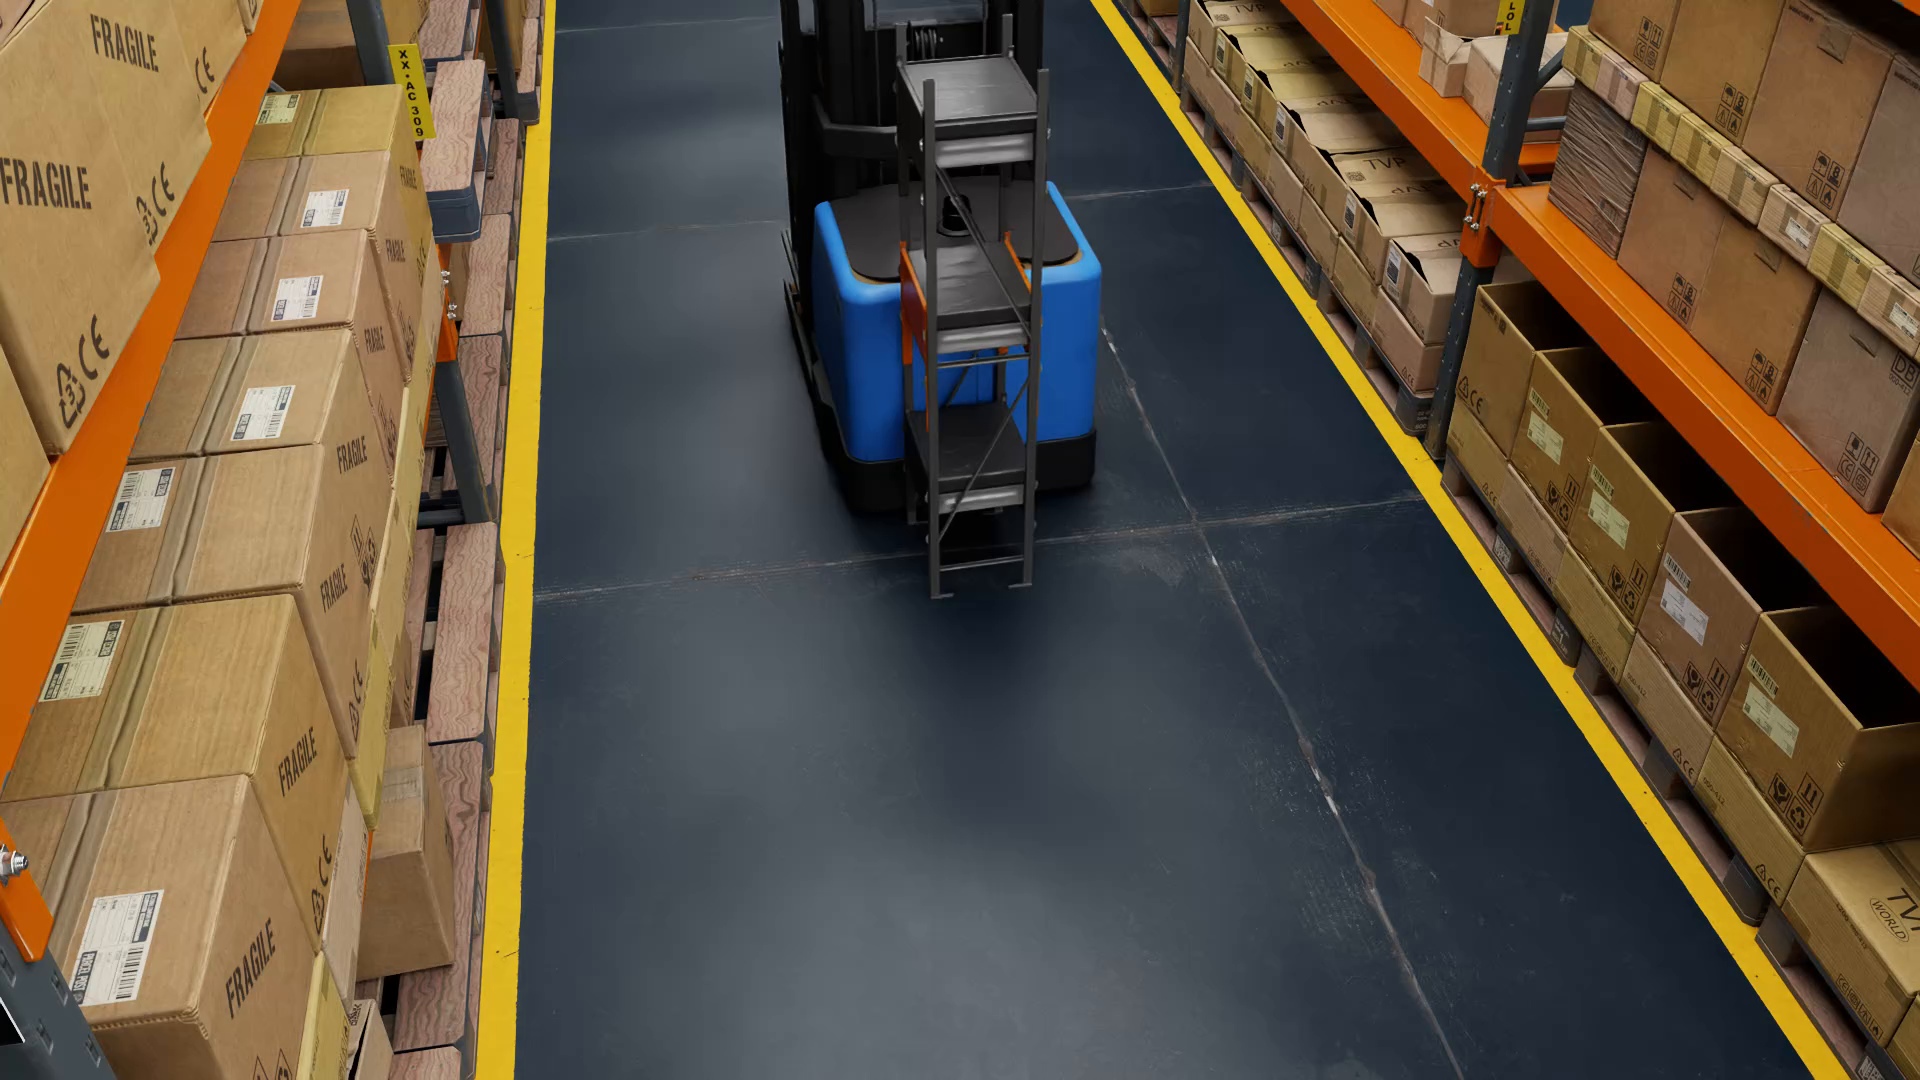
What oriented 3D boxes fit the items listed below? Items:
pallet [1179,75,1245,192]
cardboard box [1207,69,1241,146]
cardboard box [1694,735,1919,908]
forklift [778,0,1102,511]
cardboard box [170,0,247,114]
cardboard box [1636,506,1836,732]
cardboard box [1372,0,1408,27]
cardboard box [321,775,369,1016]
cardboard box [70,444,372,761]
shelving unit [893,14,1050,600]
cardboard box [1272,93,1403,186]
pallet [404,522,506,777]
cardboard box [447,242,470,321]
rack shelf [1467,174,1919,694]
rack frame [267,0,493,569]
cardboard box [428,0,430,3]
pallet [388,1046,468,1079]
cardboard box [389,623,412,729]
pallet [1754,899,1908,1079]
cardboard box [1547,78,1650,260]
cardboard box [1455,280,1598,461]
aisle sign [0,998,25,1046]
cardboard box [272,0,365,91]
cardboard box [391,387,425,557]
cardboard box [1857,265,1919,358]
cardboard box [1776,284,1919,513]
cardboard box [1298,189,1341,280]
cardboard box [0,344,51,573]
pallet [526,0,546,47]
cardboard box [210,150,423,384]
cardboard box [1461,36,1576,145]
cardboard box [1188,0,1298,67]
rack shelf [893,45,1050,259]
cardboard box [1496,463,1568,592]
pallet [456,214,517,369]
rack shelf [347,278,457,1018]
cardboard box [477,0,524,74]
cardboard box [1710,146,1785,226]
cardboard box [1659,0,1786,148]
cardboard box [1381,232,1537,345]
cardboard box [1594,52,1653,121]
[{"bbox_3d":[1.932,-2.424,9.698,1.003,0.211,1.213,-6,38,-8],"label":"pallet"},{"bbox_3d":[1.718,-2.455,9.365,0.500,0.250,0.500,-7,38,-9],"label":"cardboard box"},{"bbox_3d":[2.655,0.830,5.135,0.500,0.250,0.500,-6,38,-8],"label":"cardboard box"},{"bbox_3d":[-0.245,-2.180,7.167,1.130,2.935,3.031,-7,38,-9],"label":"forklift"},{"bbox_3d":[-1.729,-1.083,3.157,0.500,0.500,0.500,-4,38,-5],"label":"cardboard box"},{"bbox_3d":[2.565,0.232,5.293,0.500,0.500,0.500,-6,38,-8],"label":"cardboard box"},{"bbox_3d":[2.229,-2.737,7.746,0.500,0.500,0.500,-6,38,-8],"label":"cardboard box"},{"bbox_3d":[-1.526,0.750,3.445,0.500,0.250,0.500,-7,38,-9],"label":"cardboard box"},{"bbox_3d":[-1.597,0.162,3.591,0.500,0.500,0.500,-7,38,-9],"label":"cardboard box"},{"bbox_3d":[0.032,-0.771,6.031,0.431,2.100,0.503,-7,38,-9],"label":"shelving unit"},{"bbox_3d":[1.907,-2.045,8.380,0.500,0.311,0.500,-7,38,-9],"label":"cardboard box"},{"bbox_3d":[-2.197,0.427,6.028,1.003,0.211,1.213,-6,38,-8],"label":"pallet"},{"bbox_3d":[-2.684,-1.324,7.689,0.700,0.500,0.500,-6,38,-7],"label":"cardboard box"},{"bbox_3d":[2.878,-0.119,5.044,1.077,0.370,4.000,-6,38,-8],"label":"rack shelf"},{"bbox_3d":[-2.349,-1.076,5.690,1.000,3.000,0.127,-6,38,-8],"label":"rack frame"},{"bbox_3d":[-2.718,-2.672,7.304,0.700,0.500,0.500,-6,38,-8],"label":"cardboard box"},{"bbox_3d":[-1.769,1.901,4.131,1.003,0.211,1.213,-6,38,-8],"label":"pallet"},{"bbox_3d":[-2.128,0.360,5.520,0.500,0.500,0.500,-9,39,-11],"label":"cardboard box"},{"bbox_3d":[3.053,1.449,4.713,1.003,0.211,1.213,-6,38,-8],"label":"pallet"},{"bbox_3d":[2.611,-1.383,6.004,0.700,0.500,0.500,-7,38,-9],"label":"cardboard box"},{"bbox_3d":[2.300,-0.673,6.459,0.500,0.500,0.500,-6,38,-8],"label":"cardboard box"},{"bbox_3d":[-1.340,0.325,1.768,0.394,0.787,0.004,-6,38,-8],"label":"aisle sign"},{"bbox_3d":[-2.405,-1.600,5.925,0.700,0.500,0.500,-6,38,-8],"label":"cardboard box"},{"bbox_3d":[-1.785,-0.167,4.626,0.500,0.250,0.500,-6,38,-8],"label":"cardboard box"},{"bbox_3d":[2.700,-0.637,4.515,0.380,0.149,0.250,-7,38,-9],"label":"cardboard box"},{"bbox_3d":[2.885,-0.452,4.806,0.700,0.500,0.500,-5,38,-7],"label":"cardboard box"},{"bbox_3d":[1.992,-1.525,8.167,0.500,0.250,0.500,-5,38,-7],"label":"cardboard box"},{"bbox_3d":[-1.460,-0.121,1.918,0.500,0.500,0.500,-5,38,-7],"label":"cardboard box"},{"bbox_3d":[-3.325,-3.610,11.225,1.003,0.211,1.213,-6,38,-8],"label":"pallet"},{"bbox_3d":[-1.869,-0.768,4.788,0.500,0.500,0.500,-6,38,-8],"label":"cardboard box"},{"bbox_3d":[2.398,-1.844,6.801,0.500,0.250,0.500,-4,38,-5],"label":"cardboard box"},{"bbox_3d":[1.629,-2.980,9.583,0.500,0.311,0.500,-5,38,-6],"label":"cardboard box"},{"bbox_3d":[0.032,-1.313,5.610,0.431,0.518,0.480,-7,38,-9],"label":"rack shelf"},{"bbox_3d":[2.393,-0.076,6.301,0.500,0.250,0.500,-6,38,-8],"label":"cardboard box"},{"bbox_3d":[-2.704,-1.183,8.101,1.003,0.211,1.213,-6,38,-8],"label":"pallet"},{"bbox_3d":[-1.998,0.416,4.356,1.077,0.370,4.000,-6,38,-8],"label":"rack shelf"},{"bbox_3d":[-3.050,-3.267,9.920,0.750,0.750,0.750,-7,38,-9],"label":"cardboard box"},{"bbox_3d":[2.564,-1.107,5.119,0.380,0.149,0.250,-7,38,-9],"label":"cardboard box"},{"bbox_3d":[2.701,-1.590,5.213,0.700,0.500,0.500,-6,38,-8],"label":"cardboard box"},{"bbox_3d":[2.174,-1.126,7.196,0.500,0.311,0.500,-6,38,-8],"label":"cardboard box"},{"bbox_3d":[2.428,-1.572,5.718,0.380,0.149,0.250,-6,38,-7],"label":"cardboard box"}]
